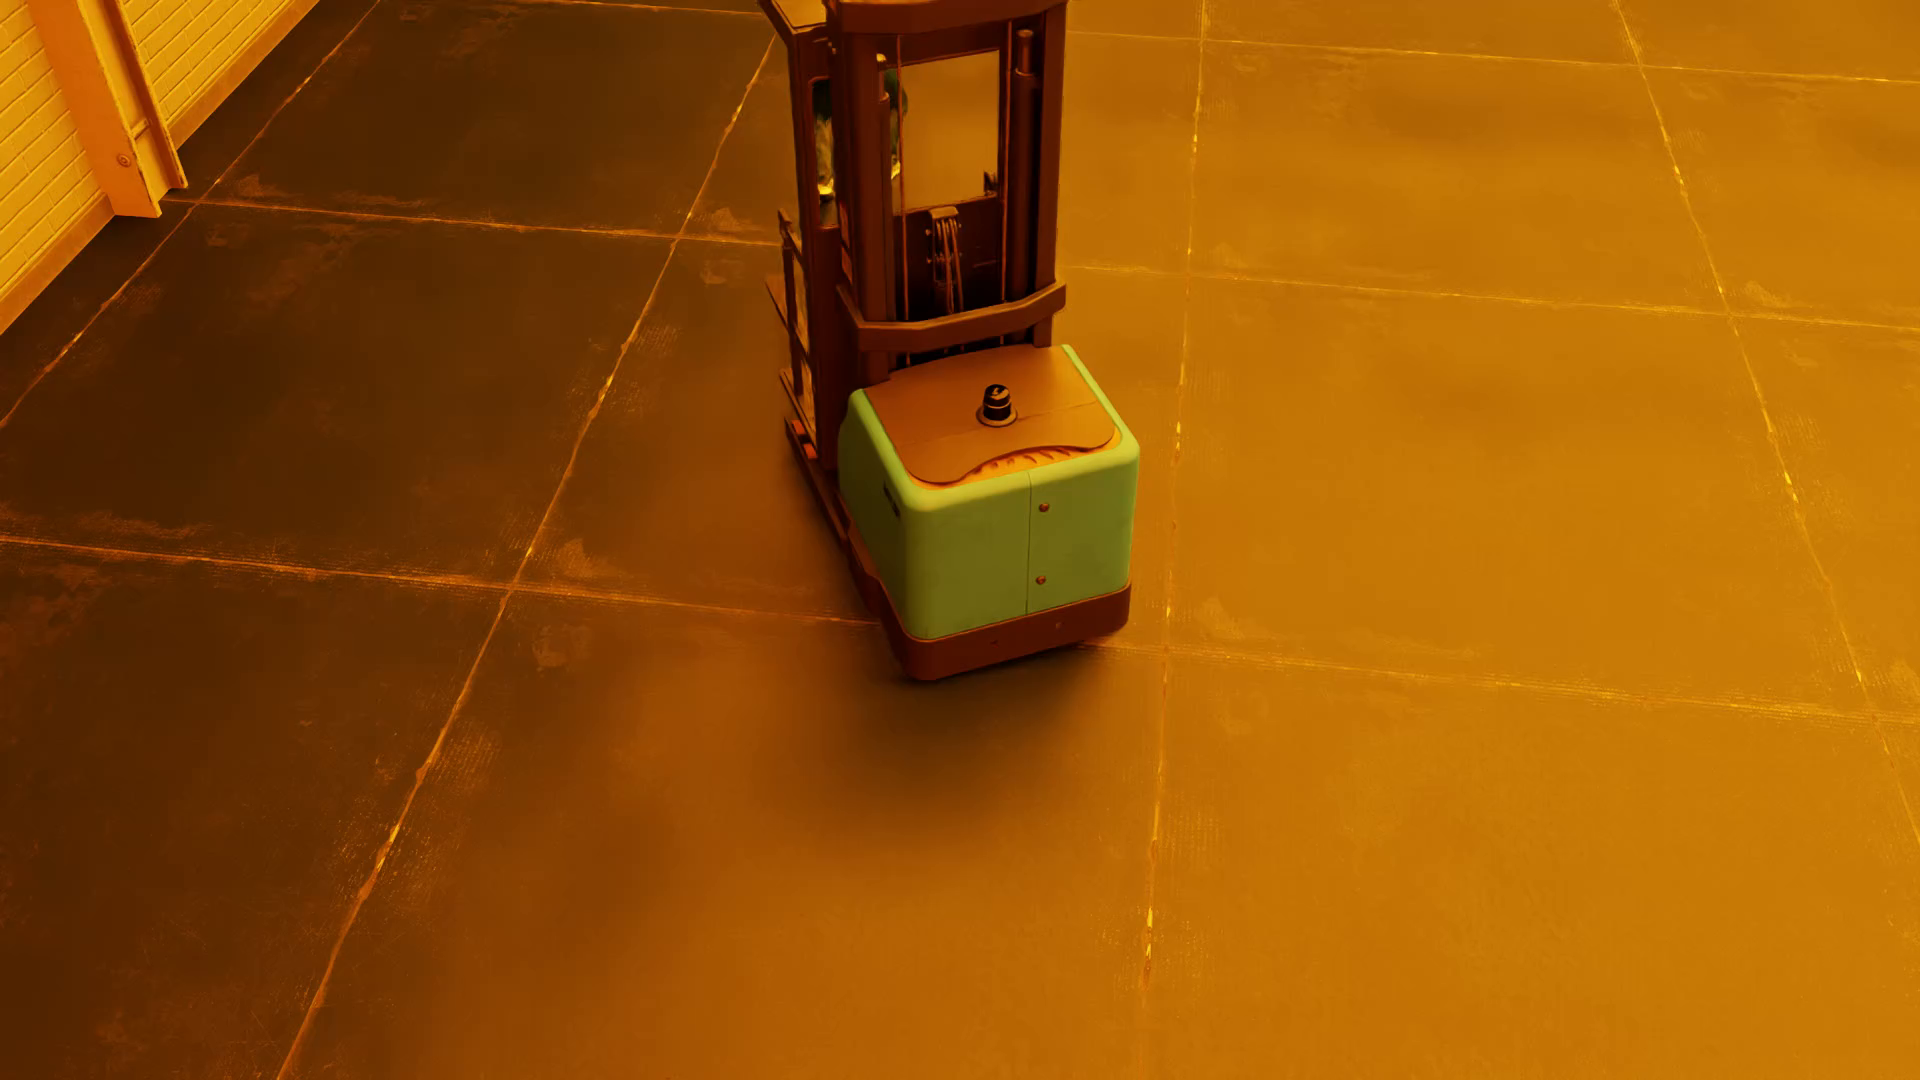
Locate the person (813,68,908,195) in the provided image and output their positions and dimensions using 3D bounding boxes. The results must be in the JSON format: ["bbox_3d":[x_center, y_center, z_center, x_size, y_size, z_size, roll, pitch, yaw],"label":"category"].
[{"bbox_3d":[-0.515,-2.777,9.870,0.855,1.399,0.739,-6,43,-7],"label":"person"}]

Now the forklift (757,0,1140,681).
[{"bbox_3d":[-0.234,-1.487,7.343,1.130,2.935,3.031,-14,44,-15],"label":"forklift"}]
